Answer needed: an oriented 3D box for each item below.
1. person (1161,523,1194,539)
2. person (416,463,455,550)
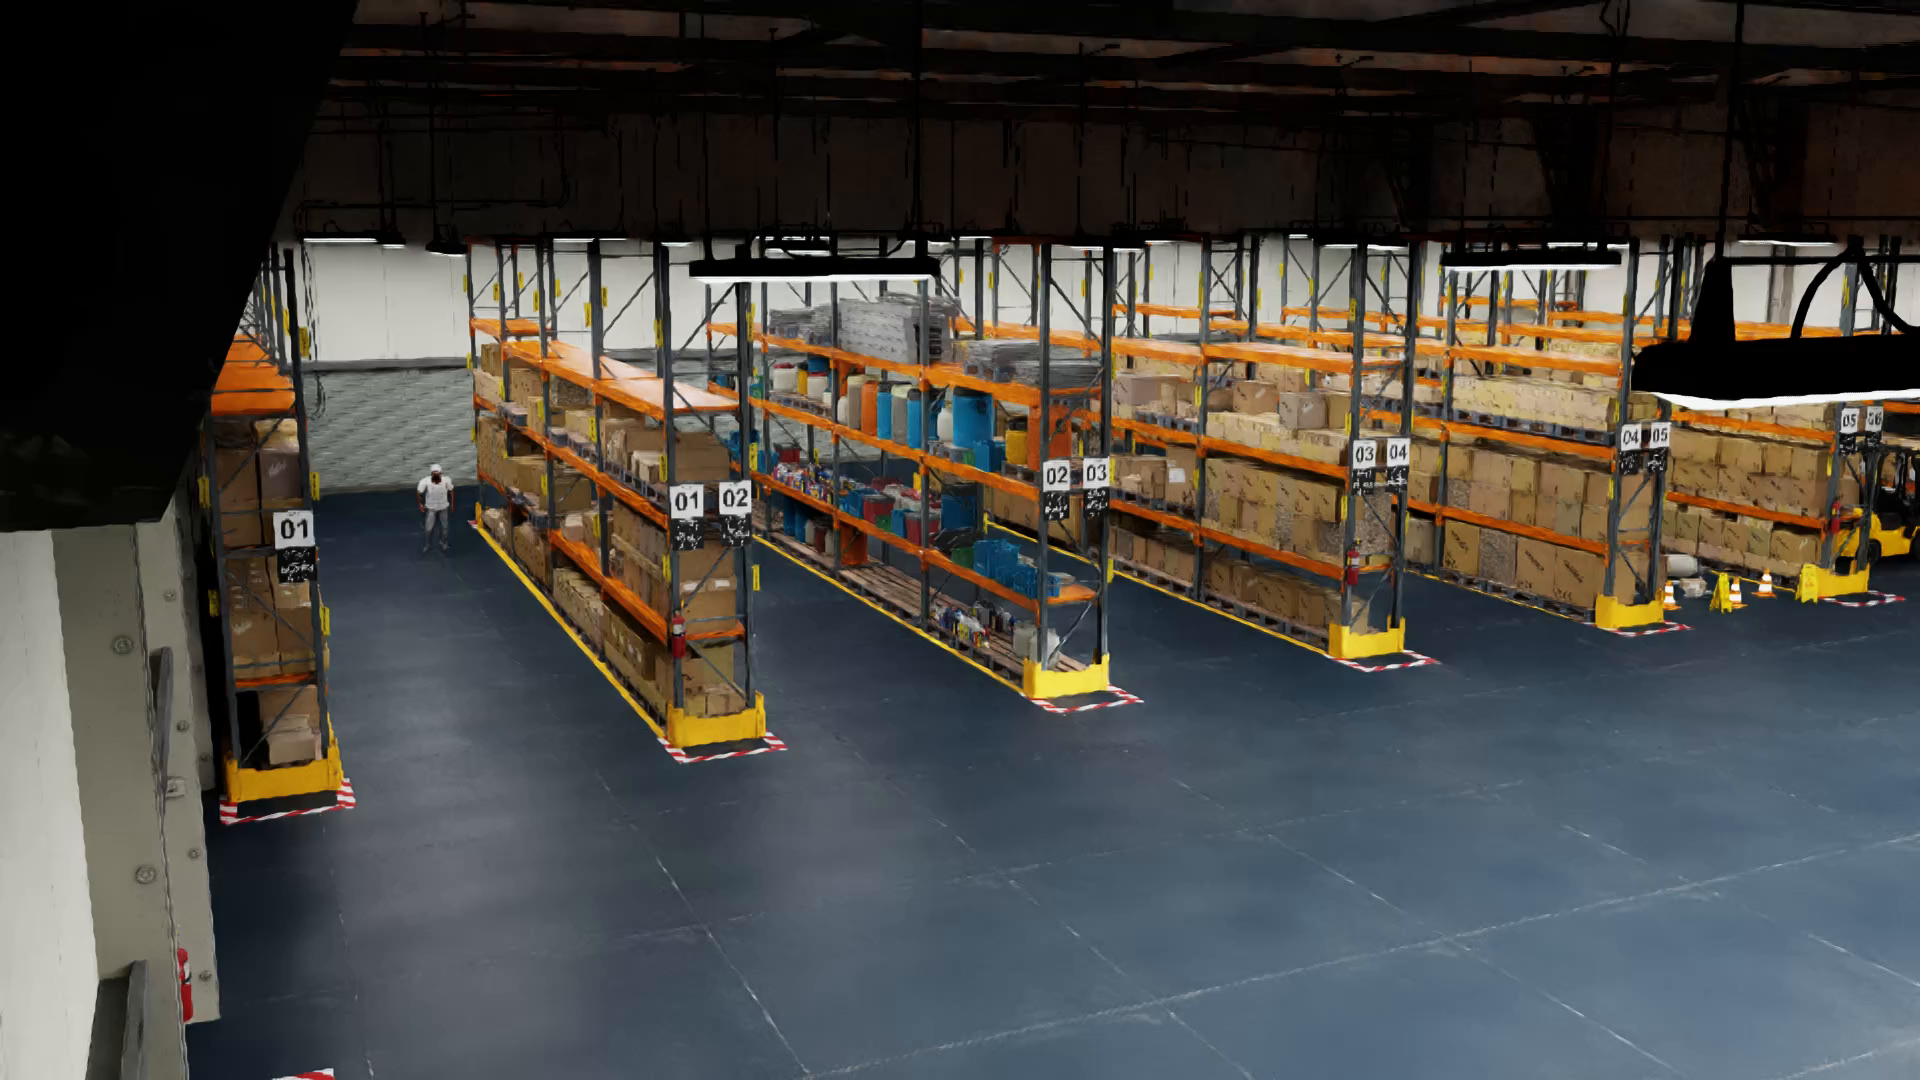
[{"bbox_3d":[4.267,-0.731,32.305,0.580,1.715,1.102,-7,13,-31],"label":"person"},{"bbox_3d":[-10.050,-0.631,31.926,0.719,1.714,0.575,-5,12,-25],"label":"person"}]
